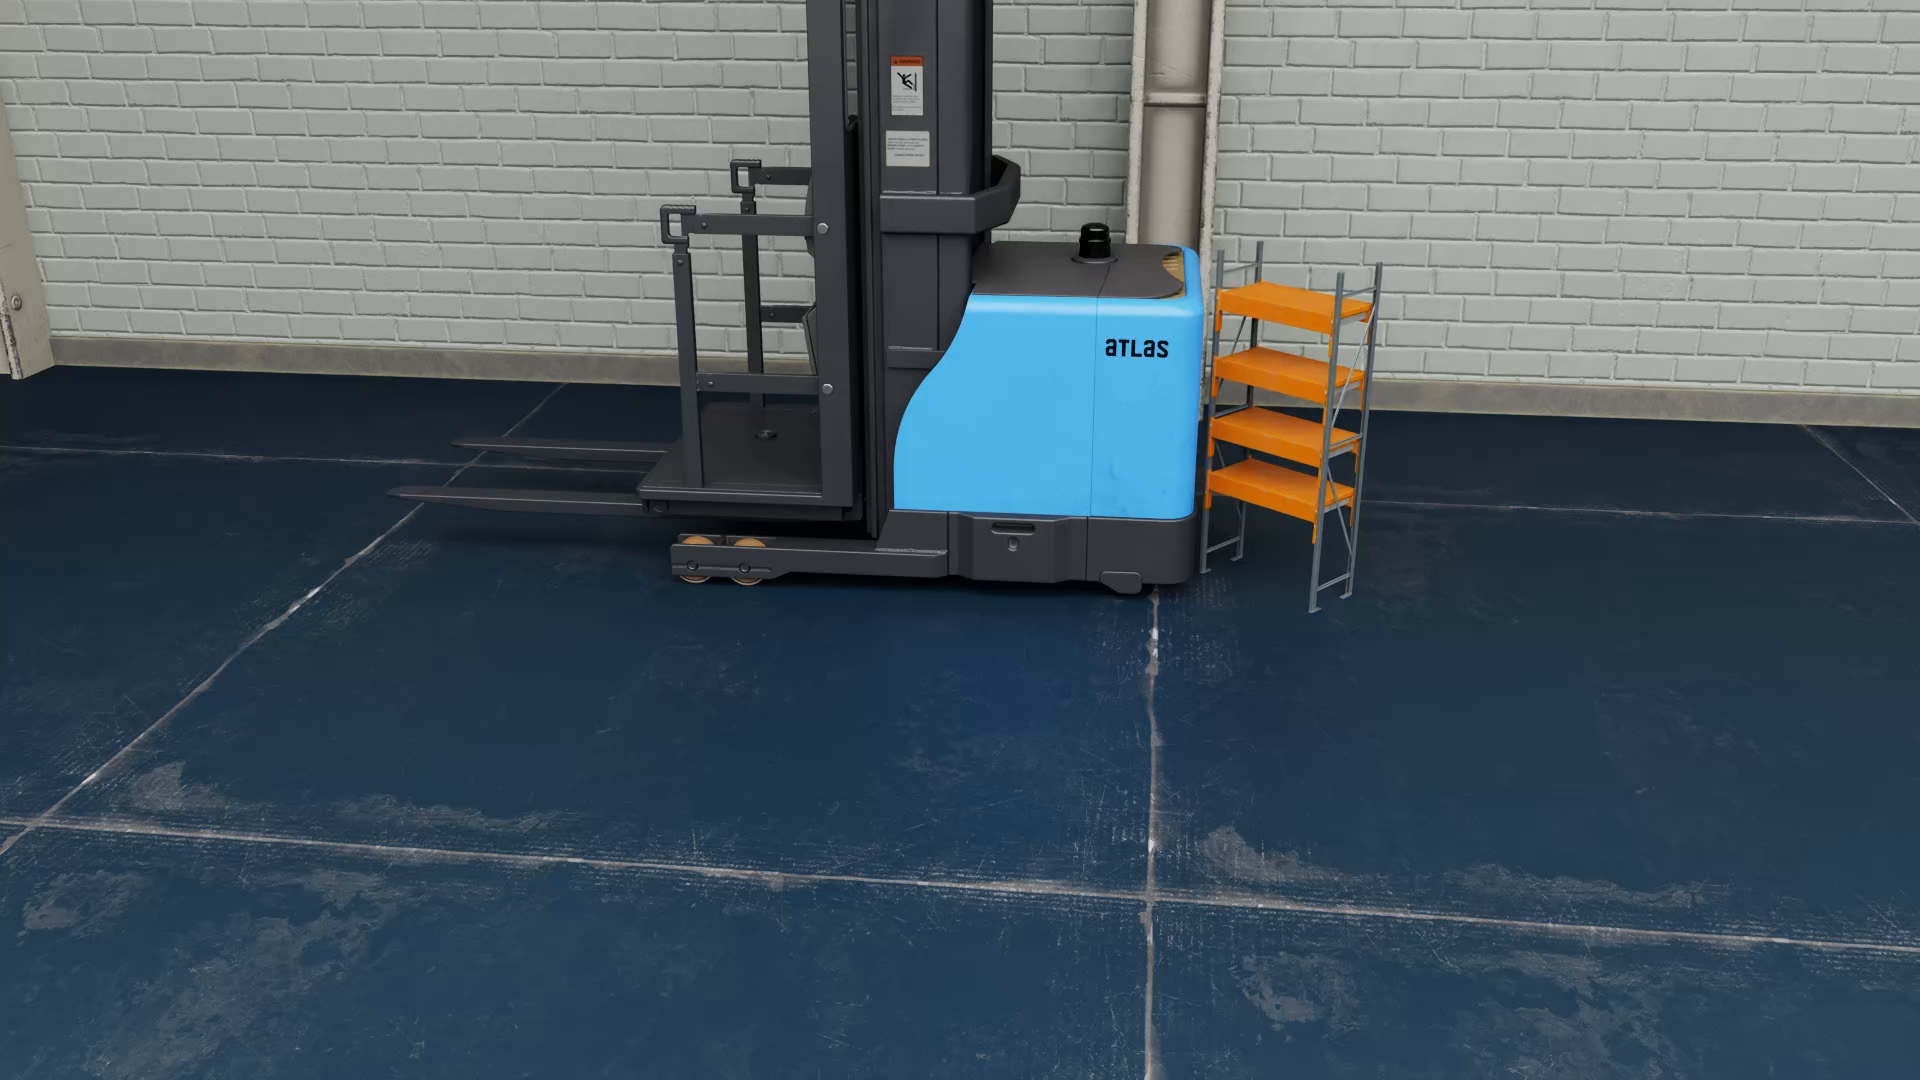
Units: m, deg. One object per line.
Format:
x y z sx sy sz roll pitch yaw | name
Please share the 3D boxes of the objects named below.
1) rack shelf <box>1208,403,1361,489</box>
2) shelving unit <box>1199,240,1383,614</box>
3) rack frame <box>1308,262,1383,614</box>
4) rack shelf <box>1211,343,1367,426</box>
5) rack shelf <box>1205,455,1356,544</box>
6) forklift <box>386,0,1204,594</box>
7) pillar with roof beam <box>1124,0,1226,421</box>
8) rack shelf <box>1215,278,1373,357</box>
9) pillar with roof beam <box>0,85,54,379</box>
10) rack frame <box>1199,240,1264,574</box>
1.140 -0.335 5.839 0.258 0.148 0.480 -19 28 -40 | rack shelf
1.140 -0.398 5.814 0.258 1.200 0.503 -19 28 -40 | shelving unit
1.307 -0.332 5.648 0.240 1.200 0.015 -19 28 -40 | rack frame
1.140 -0.543 5.756 0.258 0.148 0.480 -19 28 -40 | rack shelf
1.140 -0.150 5.912 0.258 0.148 0.480 -19 28 -40 | rack shelf
-0.626 -1.389 5.966 3.031 2.935 1.130 2 22 6 | forklift
0.462 -3.242 2.401 0.400 9.000 9.100 2 22 6 | pillar with roof beam
1.140 -0.763 5.669 0.258 0.148 0.480 -19 28 -40 | rack shelf
-5.496 -3.502 3.058 0.400 9.000 9.100 2 22 6 | pillar with roof beam
0.973 -0.463 5.979 0.240 1.200 0.015 -19 28 -40 | rack frame
